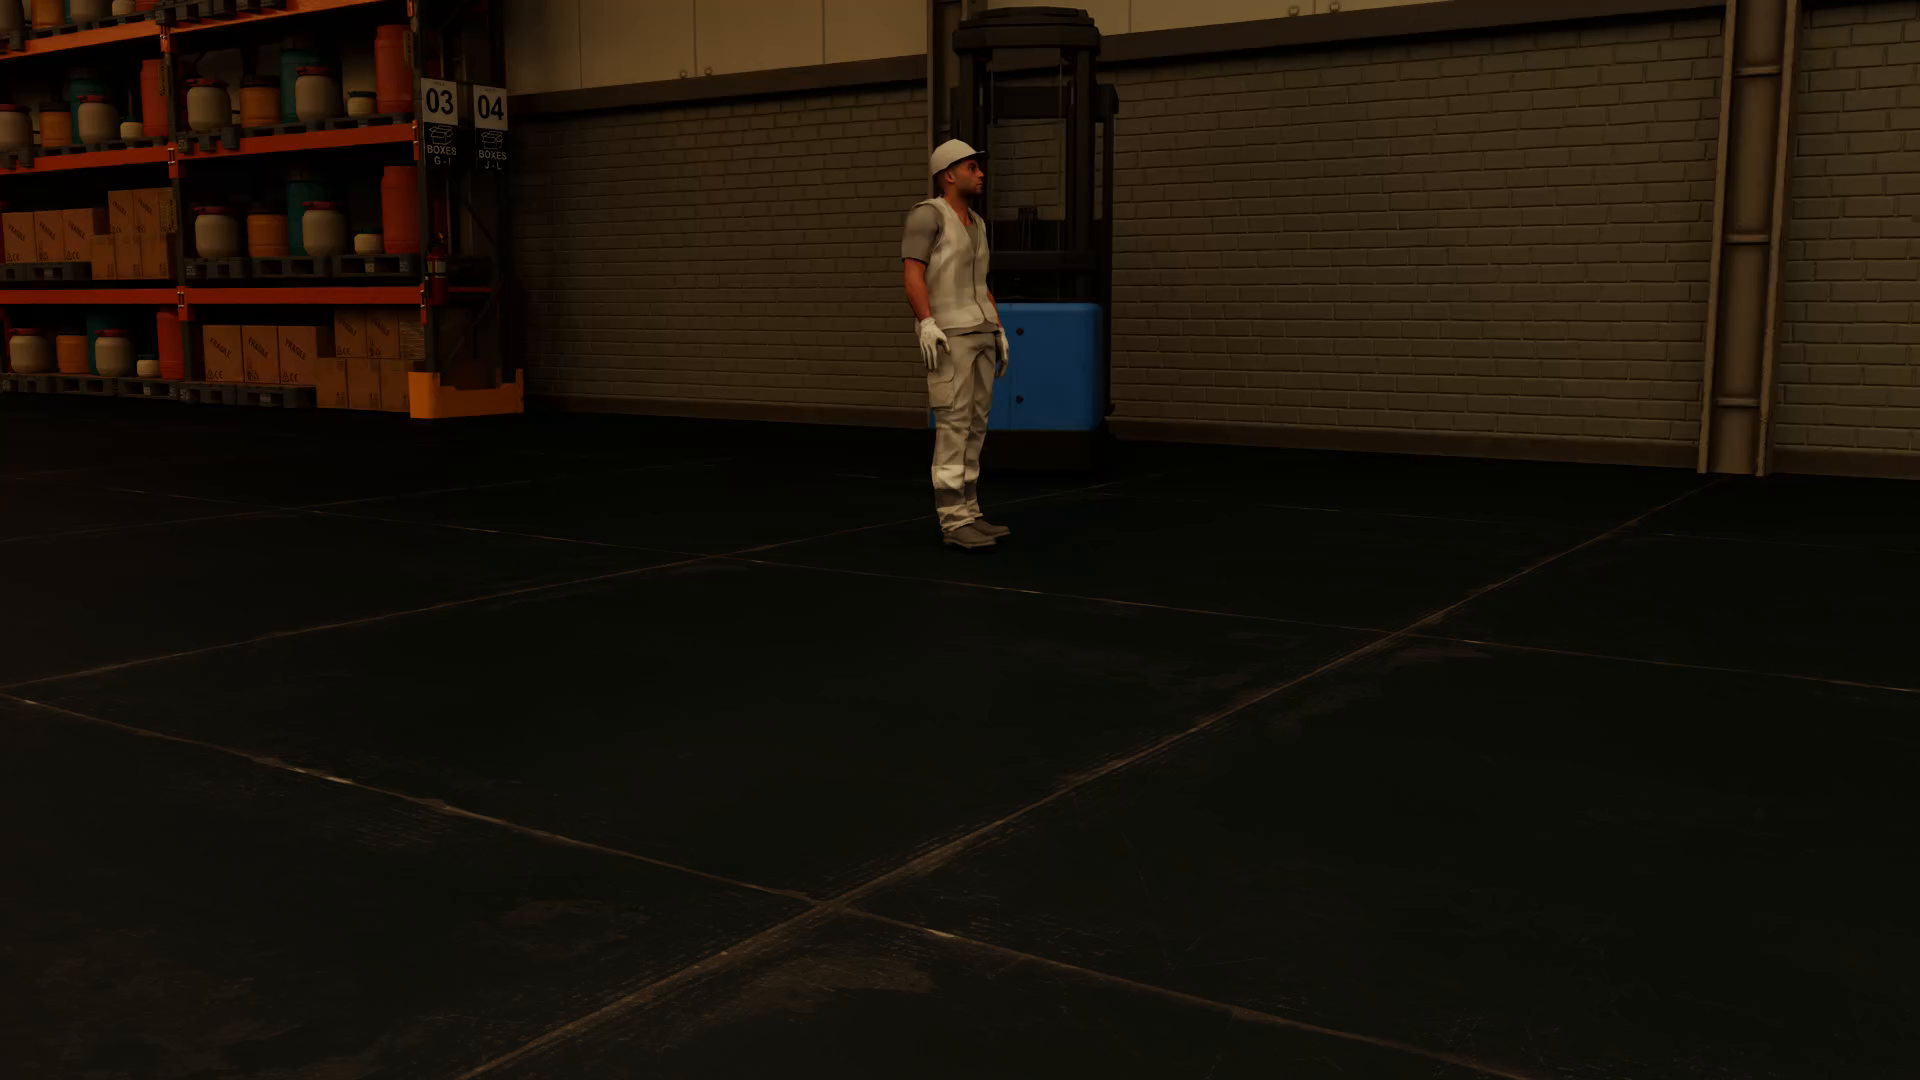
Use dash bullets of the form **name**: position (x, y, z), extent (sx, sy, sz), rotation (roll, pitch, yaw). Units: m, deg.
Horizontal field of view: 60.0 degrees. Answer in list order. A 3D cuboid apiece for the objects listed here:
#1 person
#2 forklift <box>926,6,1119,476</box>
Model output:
- **person**: position (0.060, -0.885, 7.423), extent (0.564, 1.787, 0.638), rotation (5, 10, 34)
- **forklift**: position (0.509, -2.019, 11.394), extent (1.130, 2.935, 3.031), rotation (1, 8, 8)
